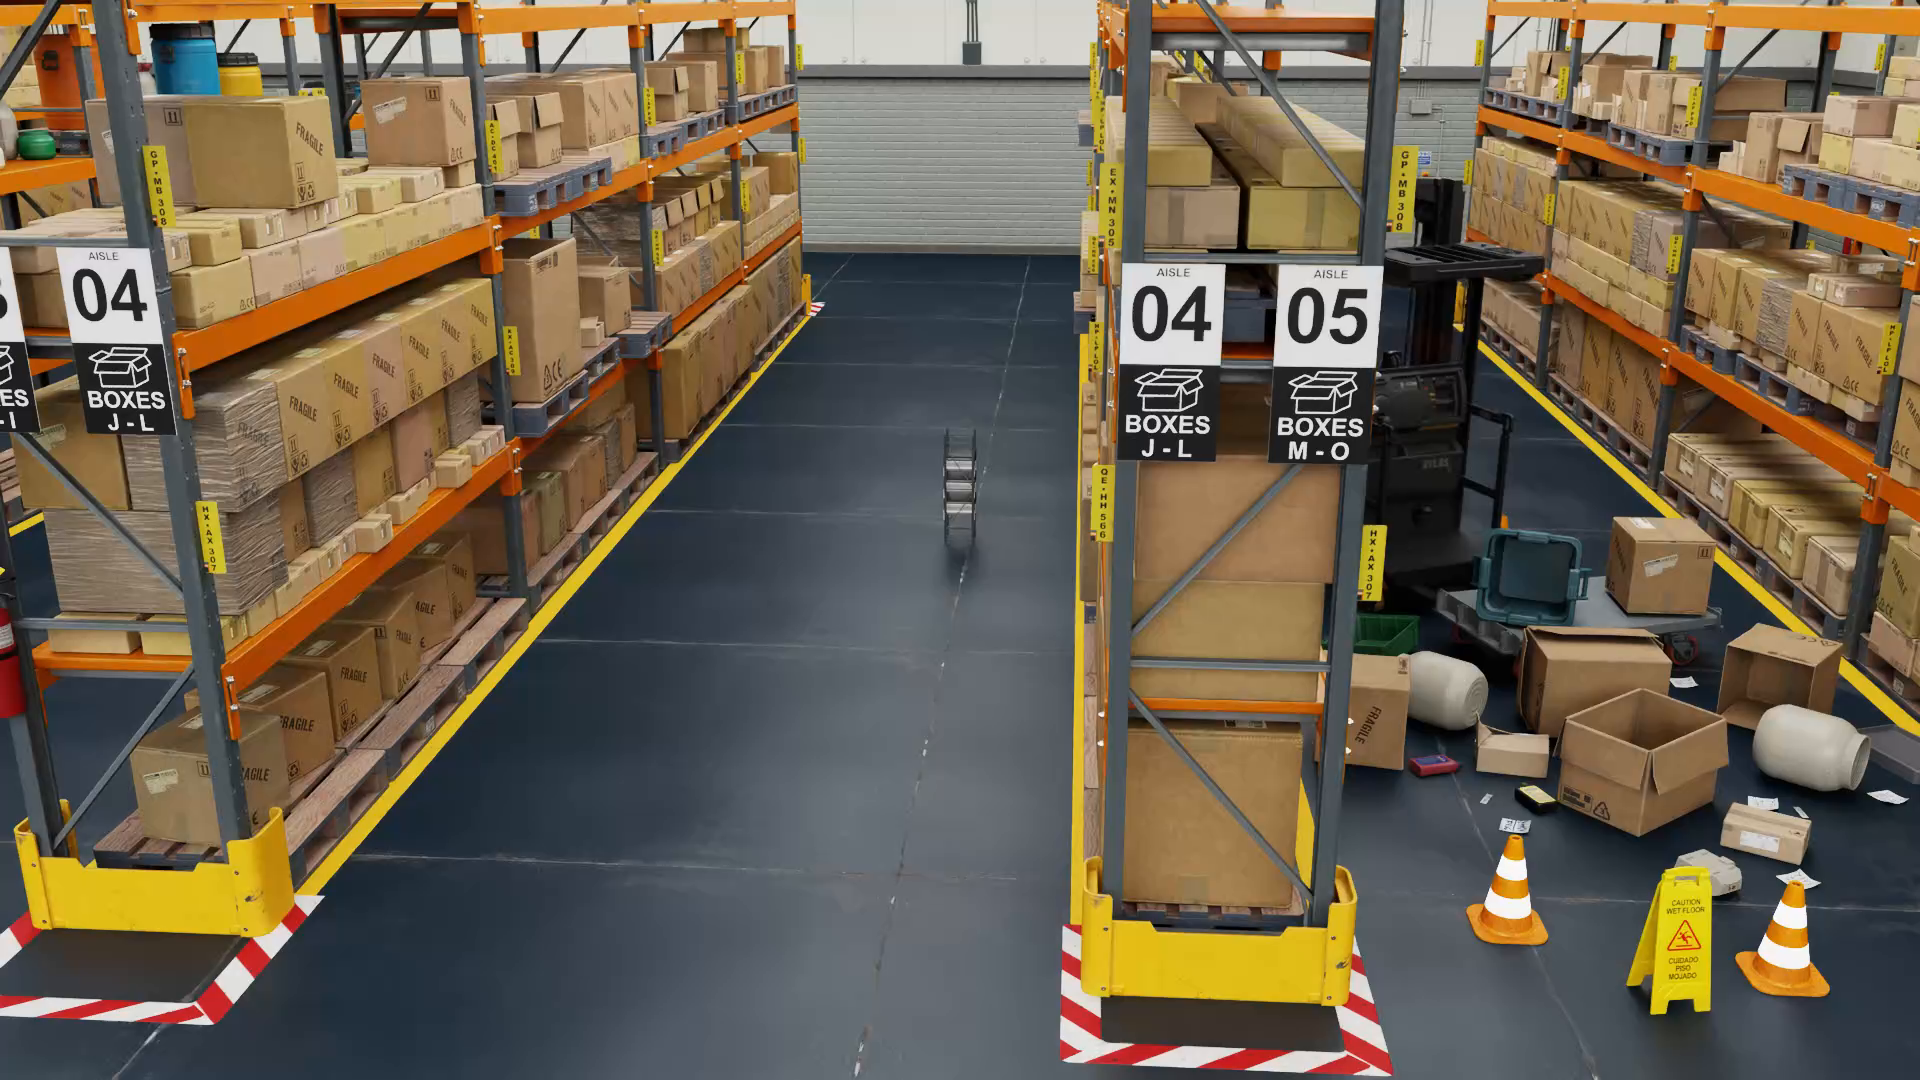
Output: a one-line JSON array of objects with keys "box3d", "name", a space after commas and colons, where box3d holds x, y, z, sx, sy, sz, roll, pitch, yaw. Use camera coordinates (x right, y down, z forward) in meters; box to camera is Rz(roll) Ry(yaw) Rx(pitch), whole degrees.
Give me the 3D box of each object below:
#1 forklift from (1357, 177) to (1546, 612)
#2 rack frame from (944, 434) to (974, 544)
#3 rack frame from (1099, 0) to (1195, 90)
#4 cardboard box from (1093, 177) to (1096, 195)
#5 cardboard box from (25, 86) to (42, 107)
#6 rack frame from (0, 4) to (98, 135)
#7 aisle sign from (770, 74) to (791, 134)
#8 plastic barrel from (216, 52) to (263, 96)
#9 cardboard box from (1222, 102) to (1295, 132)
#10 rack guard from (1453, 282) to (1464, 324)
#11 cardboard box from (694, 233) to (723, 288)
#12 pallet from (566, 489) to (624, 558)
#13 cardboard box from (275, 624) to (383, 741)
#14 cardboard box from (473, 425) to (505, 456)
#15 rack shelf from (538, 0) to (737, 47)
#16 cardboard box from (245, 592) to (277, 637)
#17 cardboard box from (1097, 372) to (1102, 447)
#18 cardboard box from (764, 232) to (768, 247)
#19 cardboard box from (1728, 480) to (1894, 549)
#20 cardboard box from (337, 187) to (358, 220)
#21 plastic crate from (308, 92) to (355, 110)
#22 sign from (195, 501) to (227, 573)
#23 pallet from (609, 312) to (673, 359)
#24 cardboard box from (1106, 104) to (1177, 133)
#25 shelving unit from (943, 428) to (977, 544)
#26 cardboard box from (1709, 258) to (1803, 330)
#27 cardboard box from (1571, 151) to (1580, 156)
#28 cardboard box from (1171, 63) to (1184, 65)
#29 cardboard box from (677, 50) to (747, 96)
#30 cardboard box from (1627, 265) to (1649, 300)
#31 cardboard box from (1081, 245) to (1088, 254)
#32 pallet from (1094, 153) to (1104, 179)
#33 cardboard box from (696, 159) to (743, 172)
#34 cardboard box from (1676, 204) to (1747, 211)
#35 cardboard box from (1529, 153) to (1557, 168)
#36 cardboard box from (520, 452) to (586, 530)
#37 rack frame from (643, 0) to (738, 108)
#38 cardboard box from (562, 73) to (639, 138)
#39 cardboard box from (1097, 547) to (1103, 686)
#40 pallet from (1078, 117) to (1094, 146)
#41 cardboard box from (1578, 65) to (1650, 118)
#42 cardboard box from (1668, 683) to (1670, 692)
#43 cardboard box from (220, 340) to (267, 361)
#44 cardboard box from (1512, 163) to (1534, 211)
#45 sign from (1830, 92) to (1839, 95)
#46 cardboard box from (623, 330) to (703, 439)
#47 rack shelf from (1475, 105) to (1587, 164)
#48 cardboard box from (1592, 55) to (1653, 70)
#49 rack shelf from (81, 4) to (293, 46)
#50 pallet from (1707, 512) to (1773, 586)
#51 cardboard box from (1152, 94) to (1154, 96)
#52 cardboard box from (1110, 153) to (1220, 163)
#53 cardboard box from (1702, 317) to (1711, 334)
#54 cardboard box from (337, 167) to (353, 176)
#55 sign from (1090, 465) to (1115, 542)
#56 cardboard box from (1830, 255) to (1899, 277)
[{"box3d": [3.327, -1.022, 11.833, 1.130, 2.935, 3.031, -6, 19, -19], "name": "forklift"}, {"box3d": [-0.007, -0.399, 13.194, 0.240, 0.900, 0.006, 1, 18, 4], "name": "rack frame"}, {"box3d": [1.990, -6.048, 17.429, 1.000, 3.000, 0.127, 1, 18, 4], "name": "rack frame"}, {"box3d": [1.754, -4.013, 18.610, 0.500, 0.500, 0.500, 1, 18, 2], "name": "cardboard box"}, {"box3d": [-12.365, -5.838, 21.845, 0.500, 0.250, 0.500, 1, 18, 4], "name": "cardboard box"}, {"box3d": [-8.177, -5.058, 14.409, 1.000, 3.000, 0.127, 1, 18, 4], "name": "rack frame"}, {"box3d": [-2.359, -5.833, 22.231, 0.394, 0.787, 0.004, 1, 18, 4], "name": "aisle sign"}, {"box3d": [-7.753, -4.876, 17.694, 0.600, 0.588, 0.600, 0, 18, 0], "name": "plastic barrel"}, {"box3d": [1.671, -2.367, 9.302, 0.380, 0.149, 0.250, 1, 18, 4], "name": "cardboard box"}, {"box3d": [7.223, -3.180, 22.325, 1.175, 0.500, 0.348, 1, 18, 4], "name": "rack guard"}, {"box3d": [-2.784, -2.920, 17.355, 0.500, 0.500, 0.500, 1, 18, 3], "name": "cardboard box"}, {"box3d": [-3.384, -0.151, 13.546, 1.003, 0.211, 1.213, 1, 18, 4], "name": "pallet"}, {"box3d": [-3.676, 0.802, 9.498, 0.500, 0.500, 0.500, 3, 18, 9], "name": "cardboard box"}, {"box3d": [-3.246, -0.662, 11.029, 0.380, 0.149, 0.250, 1, 18, 4], "name": "cardboard box"}, {"box3d": [-3.093, -5.037, 16.141, 1.077, 0.370, 4.000, 1, 18, 4], "name": "rack shelf"}, {"box3d": [-3.515, 0.347, 7.951, 0.380, 0.149, 0.250, 1, 18, 4], "name": "cardboard box"}, {"box3d": [1.187, -0.928, 11.278, 0.500, 0.500, 0.500, 1, 18, 4], "name": "cardboard box"}, {"box3d": [-2.525, -3.629, 20.084, 0.380, 0.149, 0.250, 1, 18, 3], "name": "cardboard box"}, {"box3d": [6.492, -0.187, 12.721, 0.950, 0.372, 0.625, 2, 18, 6], "name": "cardboard box"}, {"box3d": [-3.455, -1.800, 8.882, 0.380, 0.149, 0.250, 1, 18, 2], "name": "cardboard box"}, {"box3d": [-7.528, -5.193, 19.846, 0.497, 0.269, 0.590, 1, 18, 4], "name": "plastic crate"}, {"box3d": [-3.269, -0.012, 7.251, 0.100, 0.325, 0.005, 1, 18, 4], "name": "sign"}, {"box3d": [-3.182, -1.782, 14.353, 1.213, 0.211, 1.003, 1, 18, 4], "name": "pallet"}, {"box3d": [0.998, -2.302, 9.103, 0.380, 0.149, 0.250, 1, 18, 3], "name": "cardboard box"}, {"box3d": [0.001, -0.430, 13.291, 0.258, 0.900, 0.210, 1, 18, 4], "name": "shelving unit"}, {"box3d": [6.354, -1.968, 13.298, 0.500, 0.500, 0.500, 2, 18, 7], "name": "cardboard box"}, {"box3d": [7.257, -4.439, 19.345, 0.380, 0.149, 0.250, 1, 18, 4], "name": "cardboard box"}, {"box3d": [2.331, -5.306, 18.779, 0.380, 0.149, 0.250, 1, 18, 2], "name": "cardboard box"}, {"box3d": [-2.911, -5.471, 19.489, 0.700, 0.500, 0.500, 2, 18, 7], "name": "cardboard box"}, {"box3d": [6.462, -2.358, 15.239, 0.500, 0.250, 0.500, 1, 18, 2], "name": "cardboard box"}, {"box3d": [1.320, -2.640, 15.435, 0.380, 0.149, 0.250, 2, 18, 6], "name": "cardboard box"}, {"box3d": [1.710, -3.089, 13.520, 1.213, 0.211, 1.003, 2, 18, 6], "name": "pallet"}, {"box3d": [-3.034, -4.549, 21.047, 0.500, 0.500, 0.500, 1, 18, 2], "name": "cardboard box"}, {"box3d": [7.005, -2.861, 15.570, 0.500, 0.500, 0.500, 2, 18, 5], "name": "cardboard box"}, {"box3d": [6.776, -4.366, 19.122, 0.380, 0.149, 0.250, 1, 18, 3], "name": "cardboard box"}, {"box3d": [-3.365, -0.388, 13.097, 0.700, 0.500, 0.500, 0, 18, -1], "name": "cardboard box"}, {"box3d": [-2.950, -6.190, 17.863, 1.000, 3.000, 0.127, 1, 18, 4], "name": "rack frame"}, {"box3d": [-3.022, -3.654, 13.976, 0.500, 0.500, 0.500, 2, 18, 5], "name": "cardboard box"}, {"box3d": [1.241, 0.571, 9.600, 0.875, 0.875, 0.875, 1, 18, 4], "name": "cardboard box"}, {"box3d": [1.768, -4.022, 16.364, 1.213, 0.211, 1.003, 1, 18, 4], "name": "pallet"}, {"box3d": [6.582, -4.523, 16.758, 0.500, 0.500, 0.500, 1, 18, 3], "name": "cardboard box"}, {"box3d": [4.162, 0.871, 10.339, 0.258, 0.266, 0.396, -13, 22, -34], "name": "cardboard box"}, {"box3d": [-3.949, -0.763, 8.691, 0.500, 0.500, 0.500, 1, 18, 4], "name": "cardboard box"}, {"box3d": [6.764, -4.109, 19.380, 0.500, 0.500, 0.500, 2, 18, 5], "name": "cardboard box"}, {"box3d": [7.189, -3.534, 13.744, 0.100, 0.325, 0.005, 1, 18, 4], "name": "sign"}, {"box3d": [-3.167, -1.501, 15.924, 1.225, 0.875, 0.875, 0, 18, 1], "name": "cardboard box"}, {"box3d": [7.078, -4.823, 19.662, 1.077, 0.370, 4.000, 1, 18, 4], "name": "rack shelf"}, {"box3d": [7.186, -5.016, 18.101, 0.500, 0.500, 0.500, 2, 18, 5], "name": "cardboard box"}, {"box3d": [-8.034, -5.148, 16.479, 1.077, 0.370, 4.000, 1, 18, 4], "name": "rack shelf"}, {"box3d": [6.500, 0.070, 12.871, 1.003, 0.211, 1.213, 1, 18, 4], "name": "pallet"}, {"box3d": [1.553, -3.922, 15.596, 0.500, 0.500, 0.500, 1, 18, 4], "name": "cardboard box"}, {"box3d": [0.960, -1.682, 7.851, 0.500, 0.250, 0.500, 1, 18, 4], "name": "cardboard box"}, {"box3d": [6.385, -1.772, 13.743, 0.380, 0.149, 0.250, 0, 18, 1], "name": "cardboard box"}, {"box3d": [-3.846, -2.136, 9.908, 0.380, 0.149, 0.250, 1, 18, 4], "name": "cardboard box"}, {"box3d": [0.589, -0.149, 6.822, 0.100, 0.325, 0.005, 1, 18, 4], "name": "sign"}, {"box3d": [6.812, -2.058, 12.532, 0.380, 0.149, 0.250, 0, 18, 1], "name": "cardboard box"}]
